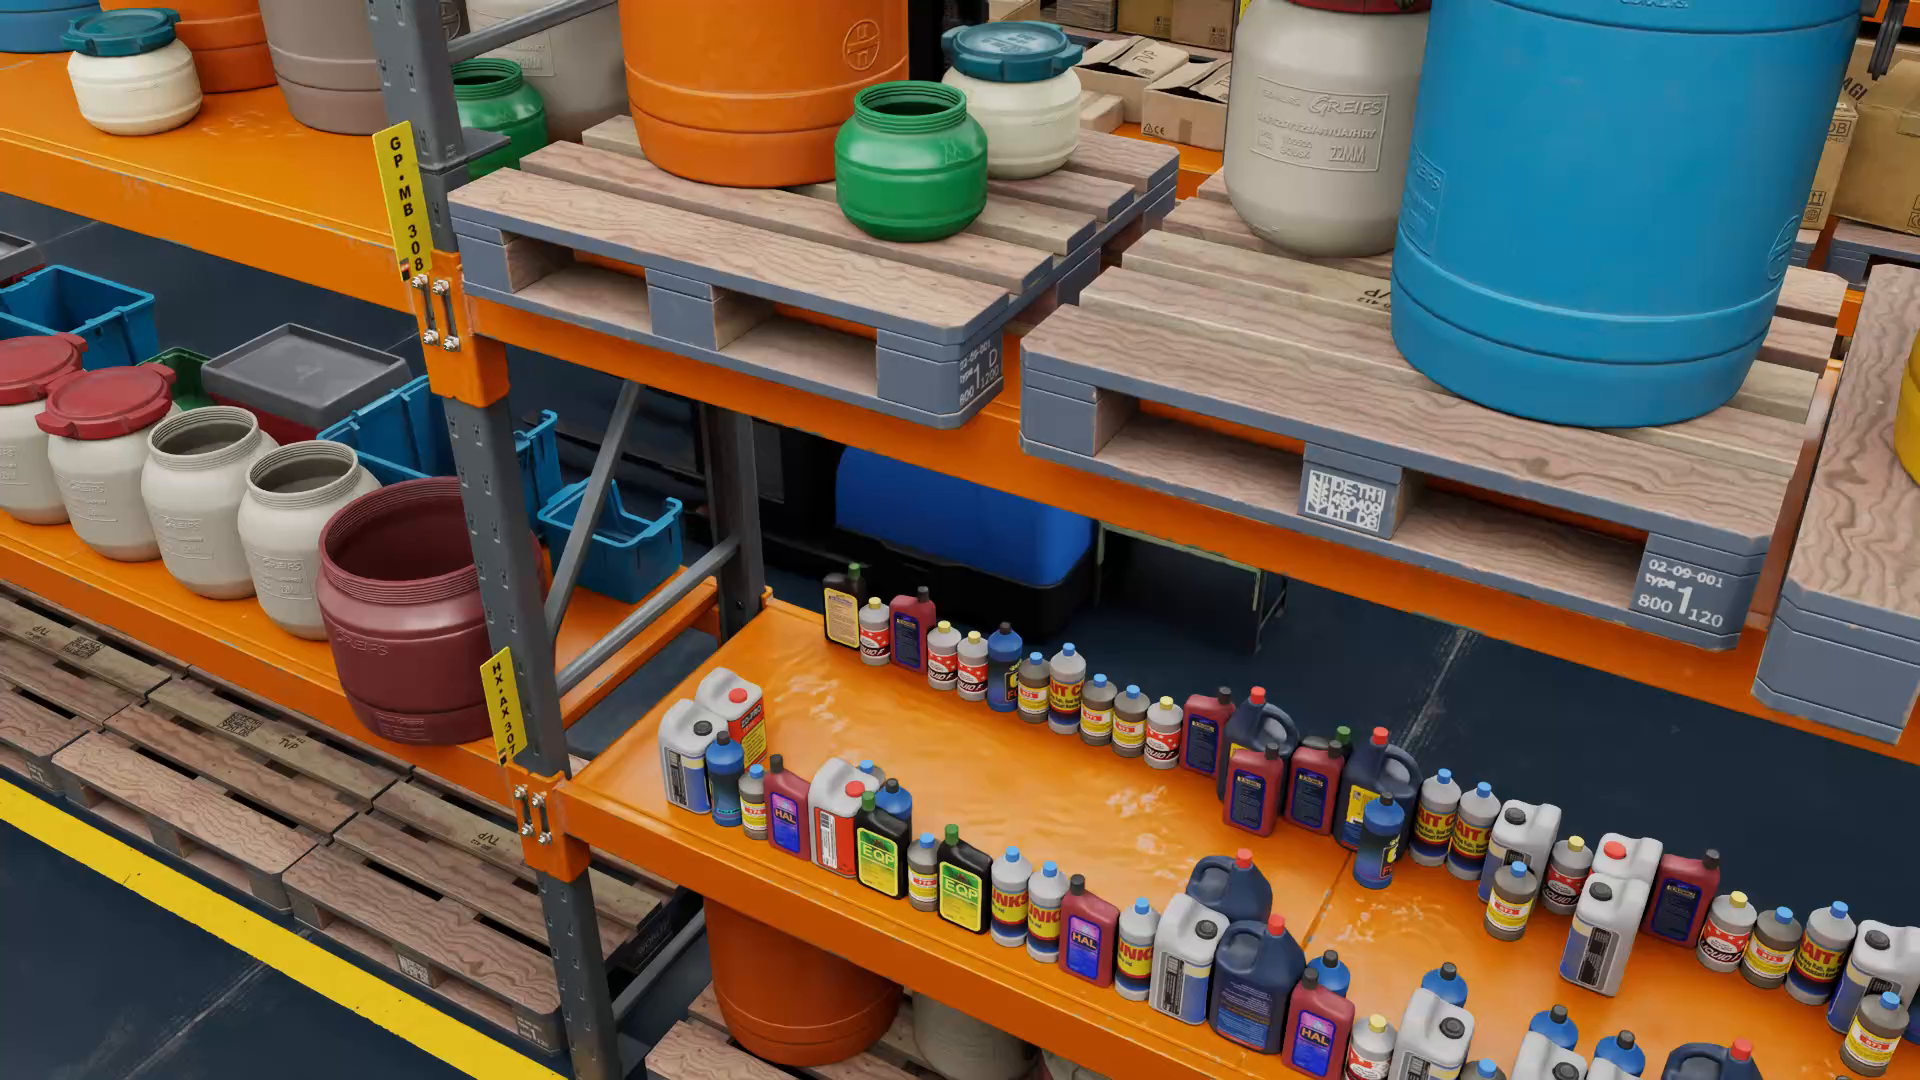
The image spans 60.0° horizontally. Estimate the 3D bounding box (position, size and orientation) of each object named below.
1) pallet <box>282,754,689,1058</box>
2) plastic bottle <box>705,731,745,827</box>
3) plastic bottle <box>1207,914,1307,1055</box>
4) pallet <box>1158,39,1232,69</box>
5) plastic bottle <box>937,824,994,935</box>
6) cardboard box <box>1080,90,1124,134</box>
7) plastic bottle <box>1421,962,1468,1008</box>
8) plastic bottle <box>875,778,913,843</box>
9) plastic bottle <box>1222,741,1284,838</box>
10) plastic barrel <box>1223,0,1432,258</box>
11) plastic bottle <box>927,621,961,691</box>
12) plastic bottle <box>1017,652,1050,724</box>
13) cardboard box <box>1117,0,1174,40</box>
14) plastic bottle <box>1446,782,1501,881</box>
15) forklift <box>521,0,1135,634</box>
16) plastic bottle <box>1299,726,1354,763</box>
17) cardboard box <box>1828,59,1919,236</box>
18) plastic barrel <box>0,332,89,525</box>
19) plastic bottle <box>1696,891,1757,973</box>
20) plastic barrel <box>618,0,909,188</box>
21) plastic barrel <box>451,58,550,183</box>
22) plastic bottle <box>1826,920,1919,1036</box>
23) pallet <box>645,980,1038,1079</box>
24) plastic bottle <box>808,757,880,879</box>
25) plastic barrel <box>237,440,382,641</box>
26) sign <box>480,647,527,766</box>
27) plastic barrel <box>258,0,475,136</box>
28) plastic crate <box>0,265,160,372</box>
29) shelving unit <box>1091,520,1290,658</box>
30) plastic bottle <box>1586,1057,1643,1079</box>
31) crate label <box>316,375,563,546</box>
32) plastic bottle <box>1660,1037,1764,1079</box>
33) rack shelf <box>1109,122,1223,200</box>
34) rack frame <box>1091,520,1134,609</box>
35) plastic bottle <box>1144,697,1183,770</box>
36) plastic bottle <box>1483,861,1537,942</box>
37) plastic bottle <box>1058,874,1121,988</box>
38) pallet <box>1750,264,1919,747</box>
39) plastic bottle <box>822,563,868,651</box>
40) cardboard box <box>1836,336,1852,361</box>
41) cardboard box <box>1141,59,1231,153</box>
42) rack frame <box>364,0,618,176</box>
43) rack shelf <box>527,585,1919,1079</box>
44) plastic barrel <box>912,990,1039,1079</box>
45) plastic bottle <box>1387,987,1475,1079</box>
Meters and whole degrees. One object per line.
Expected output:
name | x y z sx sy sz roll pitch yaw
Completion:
pallet | -1.552 1.158 5.821 1.213 0.211 1.003 18 37 24
plastic bottle | -0.597 0.602 4.256 0.097 0.271 0.097 0 34 0
plastic bottle | 0.657 0.951 3.660 0.185 0.351 0.144 18 37 24
pallet | 2.284 -3.930 13.461 1.213 0.211 1.003 18 37 24
plastic bottle | 0.012 0.802 3.945 0.133 0.283 0.061 18 37 24
cardboard box | 0.644 -2.164 8.519 0.250 0.149 0.380 18 37 24
plastic bottle | 1.044 1.025 3.621 0.097 0.271 0.097 0 34 0
plastic bottle | -0.165 0.700 4.109 0.097 0.271 0.097 0 34 0
plastic bottle | 0.745 0.618 4.221 0.133 0.283 0.061 18 37 24
plastic barrel | 0.715 -0.836 3.091 0.433 0.535 0.433 0 34 0
plastic bottle | -0.045 0.322 4.740 0.097 0.201 0.097 0 34 0
plastic bottle | 0.209 0.402 4.620 0.097 0.201 0.097 0 34 0
cardboard box | 1.665 -4.469 13.613 0.500 0.500 0.700 17 37 23
plastic bottle | 1.269 0.708 4.096 0.097 0.271 0.097 0 34 0
forklift | -0.695 -1.398 7.205 3.031 2.935 1.130 17 37 24
plastic bottle | 0.933 0.585 4.270 0.133 0.283 0.061 18 37 24
cardboard box | 4.106 -1.667 7.077 0.500 0.500 0.700 24 41 32
plastic barrel | -3.013 -0.357 5.458 0.433 0.535 0.433 0 34 0
plastic bottle | 1.787 0.902 3.869 0.097 0.201 0.097 0 34 0
plastic barrel | -0.408 -1.216 3.397 0.708 0.830 0.600 18 37 24
plastic barrel | -1.139 -0.998 3.977 0.294 0.245 0.294 0 34 0
plastic bottle | 2.043 0.969 3.700 0.135 0.276 0.152 18 37 24
pallet | -0.194 1.586 5.177 1.213 0.211 1.003 18 37 24
plastic bottle | -0.282 0.682 4.131 0.135 0.276 0.152 18 37 24
plastic barrel | -1.898 0.002 4.939 0.421 0.512 0.421 0 34 0
sign | -1.166 0.428 4.254 0.005 0.325 0.100 18 37 24
plastic barrel | -1.504 -1.559 4.226 0.600 0.901 0.600 0 34 0
plastic crate | -3.260 -0.711 6.126 0.575 0.384 0.392 18 37 24
shelving unit | 1.004 -0.326 6.886 0.755 1.500 0.431 17 37 24
plastic bottle | 1.316 1.189 3.371 0.135 0.276 0.152 18 37 24
crate label | -1.627 -0.189 5.296 0.616 0.435 0.502 18 37 24
plastic bottle | 1.525 1.134 3.385 0.185 0.351 0.144 18 37 24
rack shelf | -0.174 -2.404 9.303 4.000 0.370 1.077 18 37 24
rack frame | 0.683 -0.423 7.032 0.023 1.500 0.400 17 37 24
plastic bottle | 0.547 0.509 4.459 0.097 0.201 0.097 0 34 0
plastic bottle | 1.310 0.848 3.950 0.097 0.201 0.097 0 34 0
plastic bottle | 0.297 0.892 3.810 0.133 0.283 0.061 18 37 24
pallet | 1.845 -0.010 2.522 1.003 0.211 1.213 18 37 24
plastic bottle | -0.336 0.183 4.874 0.133 0.283 0.061 18 37 24
cardboard box | 4.267 -0.588 7.785 0.500 0.500 0.500 18 38 25
cardboard box | 1.268 -2.238 8.484 0.500 0.311 0.500 20 39 27
rack frame | -0.899 -2.268 3.037 0.127 3.000 1.000 18 37 24
rack shelf | 0.838 1.078 4.073 4.000 0.370 1.077 18 37 24
plastic barrel | 0.069 1.328 4.915 0.421 0.512 0.421 0 34 0
plastic bottle | 0.998 1.088 3.522 0.135 0.276 0.152 18 37 24
